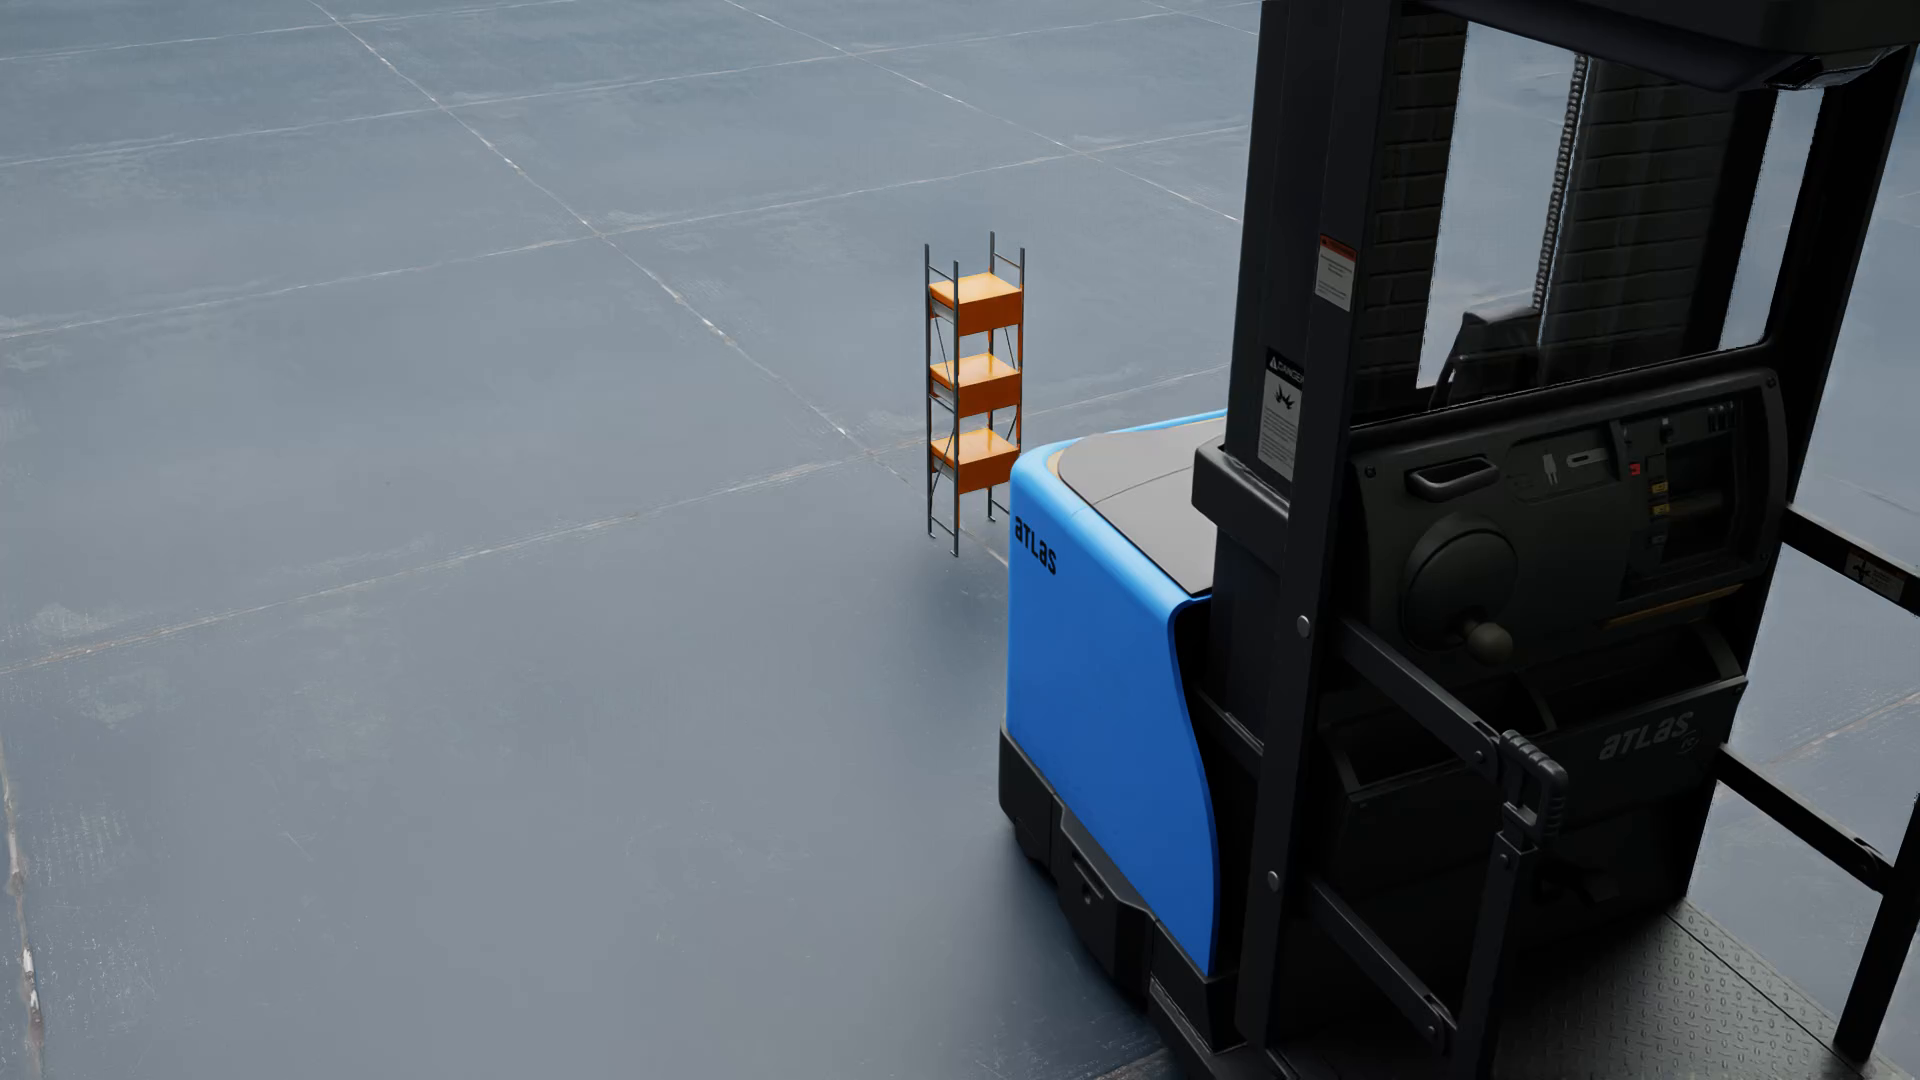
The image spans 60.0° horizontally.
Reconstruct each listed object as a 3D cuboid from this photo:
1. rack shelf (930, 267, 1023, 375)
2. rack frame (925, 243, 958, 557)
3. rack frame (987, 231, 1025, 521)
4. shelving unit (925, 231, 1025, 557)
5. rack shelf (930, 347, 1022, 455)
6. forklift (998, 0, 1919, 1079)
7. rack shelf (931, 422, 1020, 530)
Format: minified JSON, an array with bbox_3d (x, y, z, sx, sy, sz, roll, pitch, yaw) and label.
[{"bbox_3d":[0.046,-0.712,5.388,0.240,0.259,0.215,-16,33,-26],"label":"rack shelf"},{"bbox_3d":[-0.059,-0.443,5.466,0.008,1.050,0.200,-16,33,-26],"label":"rack frame"},{"bbox_3d":[0.151,-0.503,5.574,0.008,1.050,0.200,-16,33,-26],"label":"rack frame"},{"bbox_3d":[0.046,-0.473,5.520,0.252,1.050,0.215,-16,33,-26],"label":"shelving unit"},{"bbox_3d":[0.046,-0.463,5.525,0.240,0.259,0.215,-16,33,-26],"label":"rack shelf"},{"bbox_3d":[1.166,-0.002,2.720,1.130,2.935,3.031,-12,31,-21],"label":"forklift"},{"bbox_3d":[0.046,-0.220,5.659,0.240,0.259,0.215,-16,33,-26],"label":"rack shelf"}]
